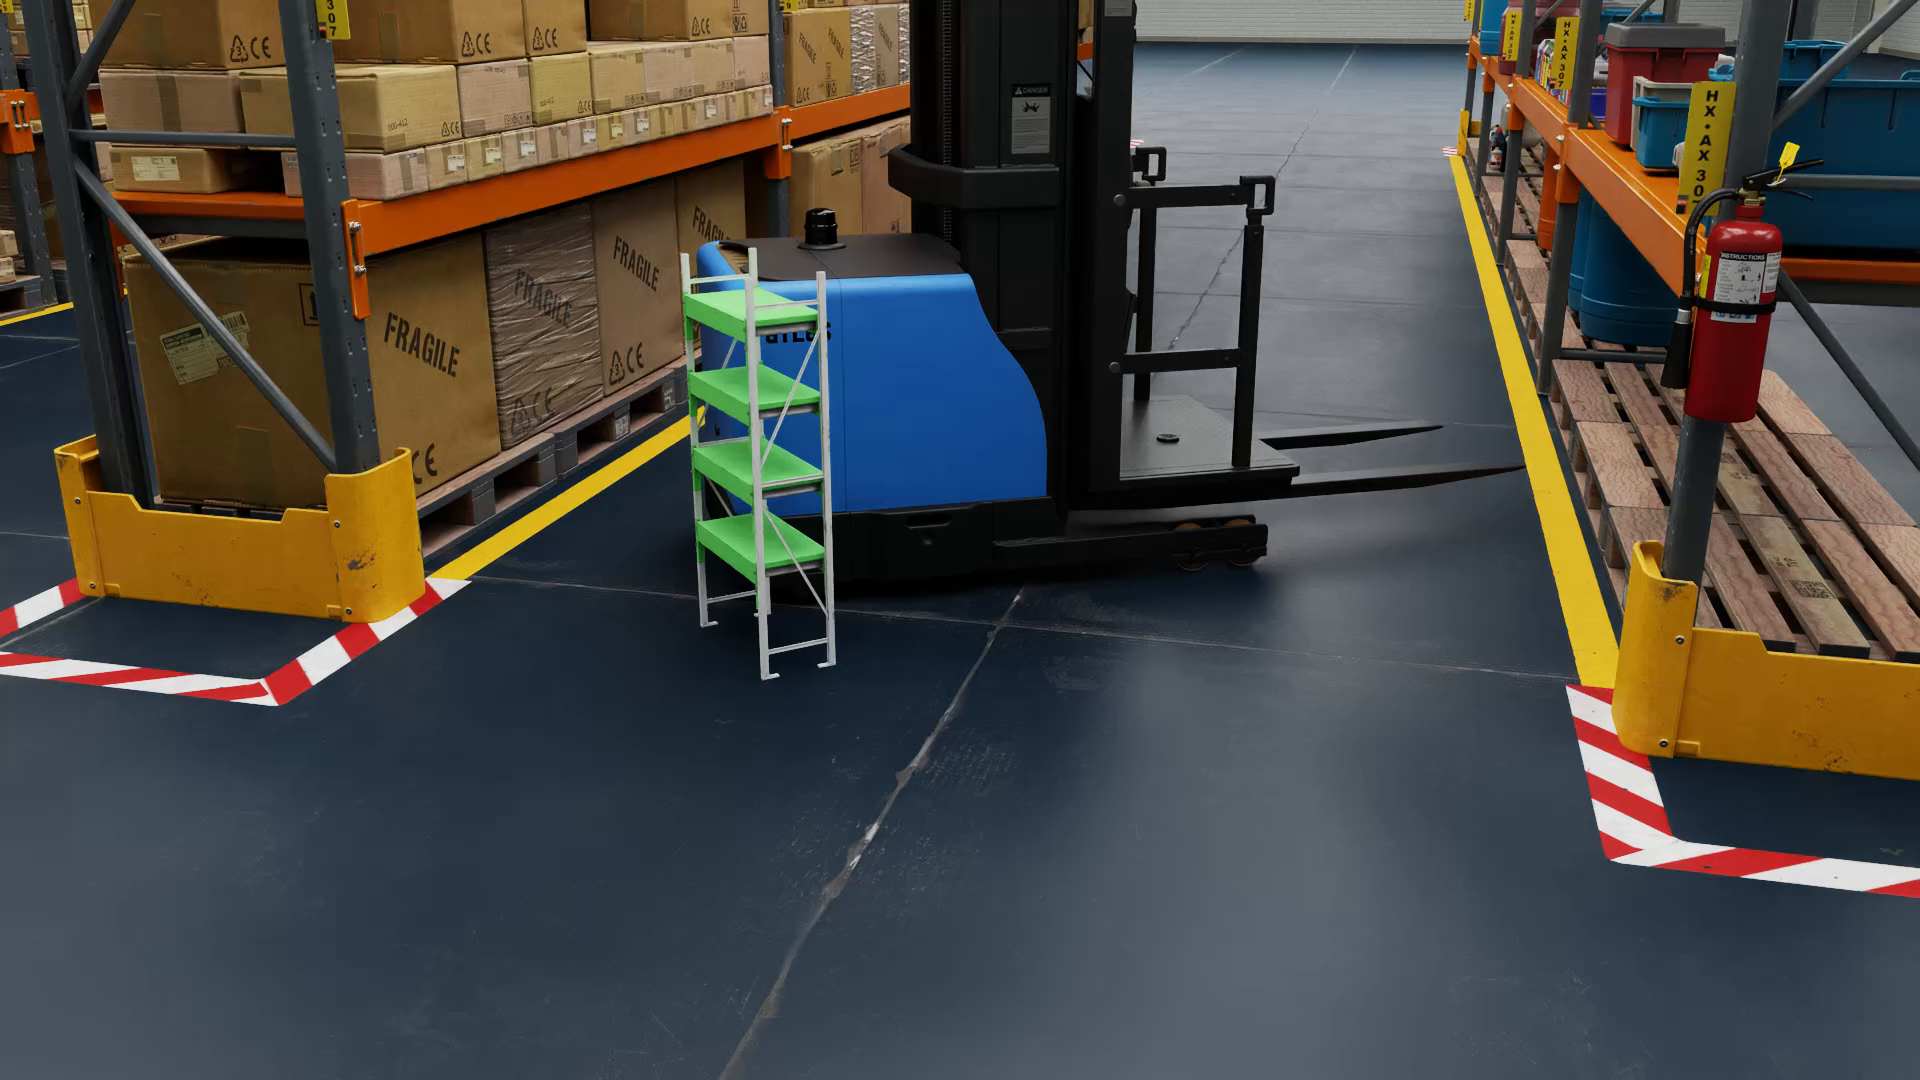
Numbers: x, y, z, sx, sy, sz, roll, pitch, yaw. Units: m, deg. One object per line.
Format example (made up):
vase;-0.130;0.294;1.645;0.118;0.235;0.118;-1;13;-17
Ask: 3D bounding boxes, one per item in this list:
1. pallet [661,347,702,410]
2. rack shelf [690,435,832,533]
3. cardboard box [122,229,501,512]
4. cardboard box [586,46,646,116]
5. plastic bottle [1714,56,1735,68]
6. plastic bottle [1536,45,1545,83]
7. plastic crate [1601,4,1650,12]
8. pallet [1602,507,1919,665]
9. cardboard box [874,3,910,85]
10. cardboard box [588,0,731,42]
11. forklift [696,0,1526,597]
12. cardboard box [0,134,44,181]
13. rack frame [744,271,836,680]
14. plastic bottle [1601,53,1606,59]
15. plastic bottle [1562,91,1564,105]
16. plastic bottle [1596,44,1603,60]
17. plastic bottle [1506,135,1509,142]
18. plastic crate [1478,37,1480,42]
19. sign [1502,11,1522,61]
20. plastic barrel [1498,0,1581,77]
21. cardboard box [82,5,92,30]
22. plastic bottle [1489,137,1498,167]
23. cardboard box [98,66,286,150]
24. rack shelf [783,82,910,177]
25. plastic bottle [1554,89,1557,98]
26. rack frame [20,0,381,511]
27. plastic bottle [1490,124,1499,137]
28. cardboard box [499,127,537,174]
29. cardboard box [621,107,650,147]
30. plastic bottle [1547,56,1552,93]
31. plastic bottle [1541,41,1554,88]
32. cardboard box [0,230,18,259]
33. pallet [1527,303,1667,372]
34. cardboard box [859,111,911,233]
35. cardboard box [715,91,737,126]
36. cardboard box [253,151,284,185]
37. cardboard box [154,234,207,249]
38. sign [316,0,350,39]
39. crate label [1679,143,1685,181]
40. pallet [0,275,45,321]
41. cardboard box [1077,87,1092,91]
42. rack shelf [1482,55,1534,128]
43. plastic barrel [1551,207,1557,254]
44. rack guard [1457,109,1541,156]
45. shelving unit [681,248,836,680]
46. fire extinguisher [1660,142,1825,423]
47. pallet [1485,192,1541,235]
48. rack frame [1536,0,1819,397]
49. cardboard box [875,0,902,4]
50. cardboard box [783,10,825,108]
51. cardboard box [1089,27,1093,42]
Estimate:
pallet;-1.690;-0.953;8.650;1.003;0.211;1.213;5;19;13
rack shelf;-0.609;-0.178;5.050;0.258;0.148;0.480;-11;22;-28
cardboard box;-2.327;-0.651;6.089;0.875;0.875;0.875;5;19;13
cardboard box;-1.657;-1.934;6.981;0.500;0.250;0.500;4;19;12
plastic bottle;4.084;-2.460;8.940;0.152;0.276;0.135;5;19;13
plastic bottle;3.878;-3.162;11.002;0.097;0.271;0.097;0;19;0
plastic crate;5.044;-3.879;12.806;0.402;0.464;0.583;5;19;13
pallet;2.637;0.205;5.261;1.003;0.211;1.213;5;19;13
cardboard box;-0.582;-3.312;11.090;0.500;0.500;0.500;4;19;12
cardboard box;-1.408;-2.607;7.791;0.500;0.500;0.500;5;19;14
forklift;0.604;-1.438;5.862;3.031;2.935;1.130;-5;19;-14
cardboard box;-6.276;-2.552;11.075;0.500;0.250;0.500;4;19;12
rack frame;-0.487;-0.170;4.830;0.240;1.200;0.015;-11;22;-28
plastic bottle;3.585;-2.585;9.313;0.097;0.271;0.097;0;19;0
plastic bottle;3.405;-2.521;9.236;0.097;0.201;0.097;0;19;0
plastic bottle;3.282;-2.404;8.661;0.144;0.351;0.185;5;19;13
plastic bottle;5.404;-3.821;16.266;0.152;0.276;0.135;5;19;13
plastic crate;5.481;-5.025;16.666;0.530;0.136;0.437;5;19;13
sign;3.817;-3.485;11.498;0.100;0.325;0.005;5;19;13
plastic barrel;4.172;-3.601;11.878;0.600;0.536;0.708;5;19;13
cardboard box;-5.609;-3.317;10.536;0.380;0.149;0.250;4;19;12
plastic bottle;5.127;-3.720;15.960;0.061;0.283;0.133;6;20;16
cardboard box;-2.544;-1.493;5.690;0.500;0.250;0.500;4;19;13
rack shelf;-0.939;-2.791;10.830;1.077;0.370;4.000;5;19;13
plastic bottle;3.551;-2.749;9.671;0.144;0.351;0.185;5;19;13
rack frame;-2.405;-1.251;5.208;1.000;3.000;0.127;5;19;13
plastic bottle;5.333;-3.961;16.562;0.144;0.351;0.185;5;19;13
cardboard box;-1.813;-1.460;6.209;0.380;0.149;0.250;4;19;13
cardboard box;-1.562;-1.781;7.151;0.380;0.149;0.250;5;19;14
plastic bottle;3.652;-2.872;10.154;0.097;0.271;0.097;0;19;0
plastic bottle;3.743;-3.018;10.564;0.061;0.283;0.133;5;19;13
cardboard box;-5.982;-1.794;10.101;0.380;0.149;0.250;5;20;14
pallet;3.604;-1.032;8.883;1.003;0.211;1.213;5;19;13
cardboard box;-0.865;-2.458;11.380;1.225;0.875;0.875;5;19;14
cardboard box;-1.310;-2.103;8.092;0.380;0.149;0.250;4;19;12
cardboard box;-2.576;-1.351;5.891;0.380;0.149;0.250;5;19;14
cardboard box;-5.648;-2.320;11.557;0.500;0.500;0.500;6;20;16
sign;-1.869;-1.652;4.922;0.100;0.325;0.005;5;19;13
crate label;2.550;-1.212;5.410;0.396;0.136;0.243;5;19;13
pallet;-6.343;-1.395;9.944;1.003;0.211;1.213;5;19;13
cardboard box;1.335;-5.087;19.657;0.500;0.500;0.500;9;21;23
rack shelf;4.841;-3.653;13.356;1.077;0.370;4.000;5;19;13
plastic barrel;3.973;-1.916;10.237;0.600;0.588;0.708;5;19;13
rack guard;6.334;-4.664;19.069;1.175;0.500;0.348;5;19;13
shelving unit;-0.609;-0.239;5.030;0.258;1.200;0.503;-11;22;-28
fire extinguisher;1.920;-0.635;4.102;0.296;0.674;0.183;5;19;13
pallet;4.879;-2.668;13.673;1.003;0.211;1.213;5;19;13
rack frame;3.375;-2.113;7.734;1.000;3.000;0.127;5;19;13
cardboard box;-0.807;-3.848;11.106;0.797;0.503;0.637;5;20;15
cardboard box;-1.073;-2.676;9.227;0.500;0.500;0.500;5;19;14
cardboard box;1.224;-5.408;17.768;0.380;0.149;0.250;5;19;13
